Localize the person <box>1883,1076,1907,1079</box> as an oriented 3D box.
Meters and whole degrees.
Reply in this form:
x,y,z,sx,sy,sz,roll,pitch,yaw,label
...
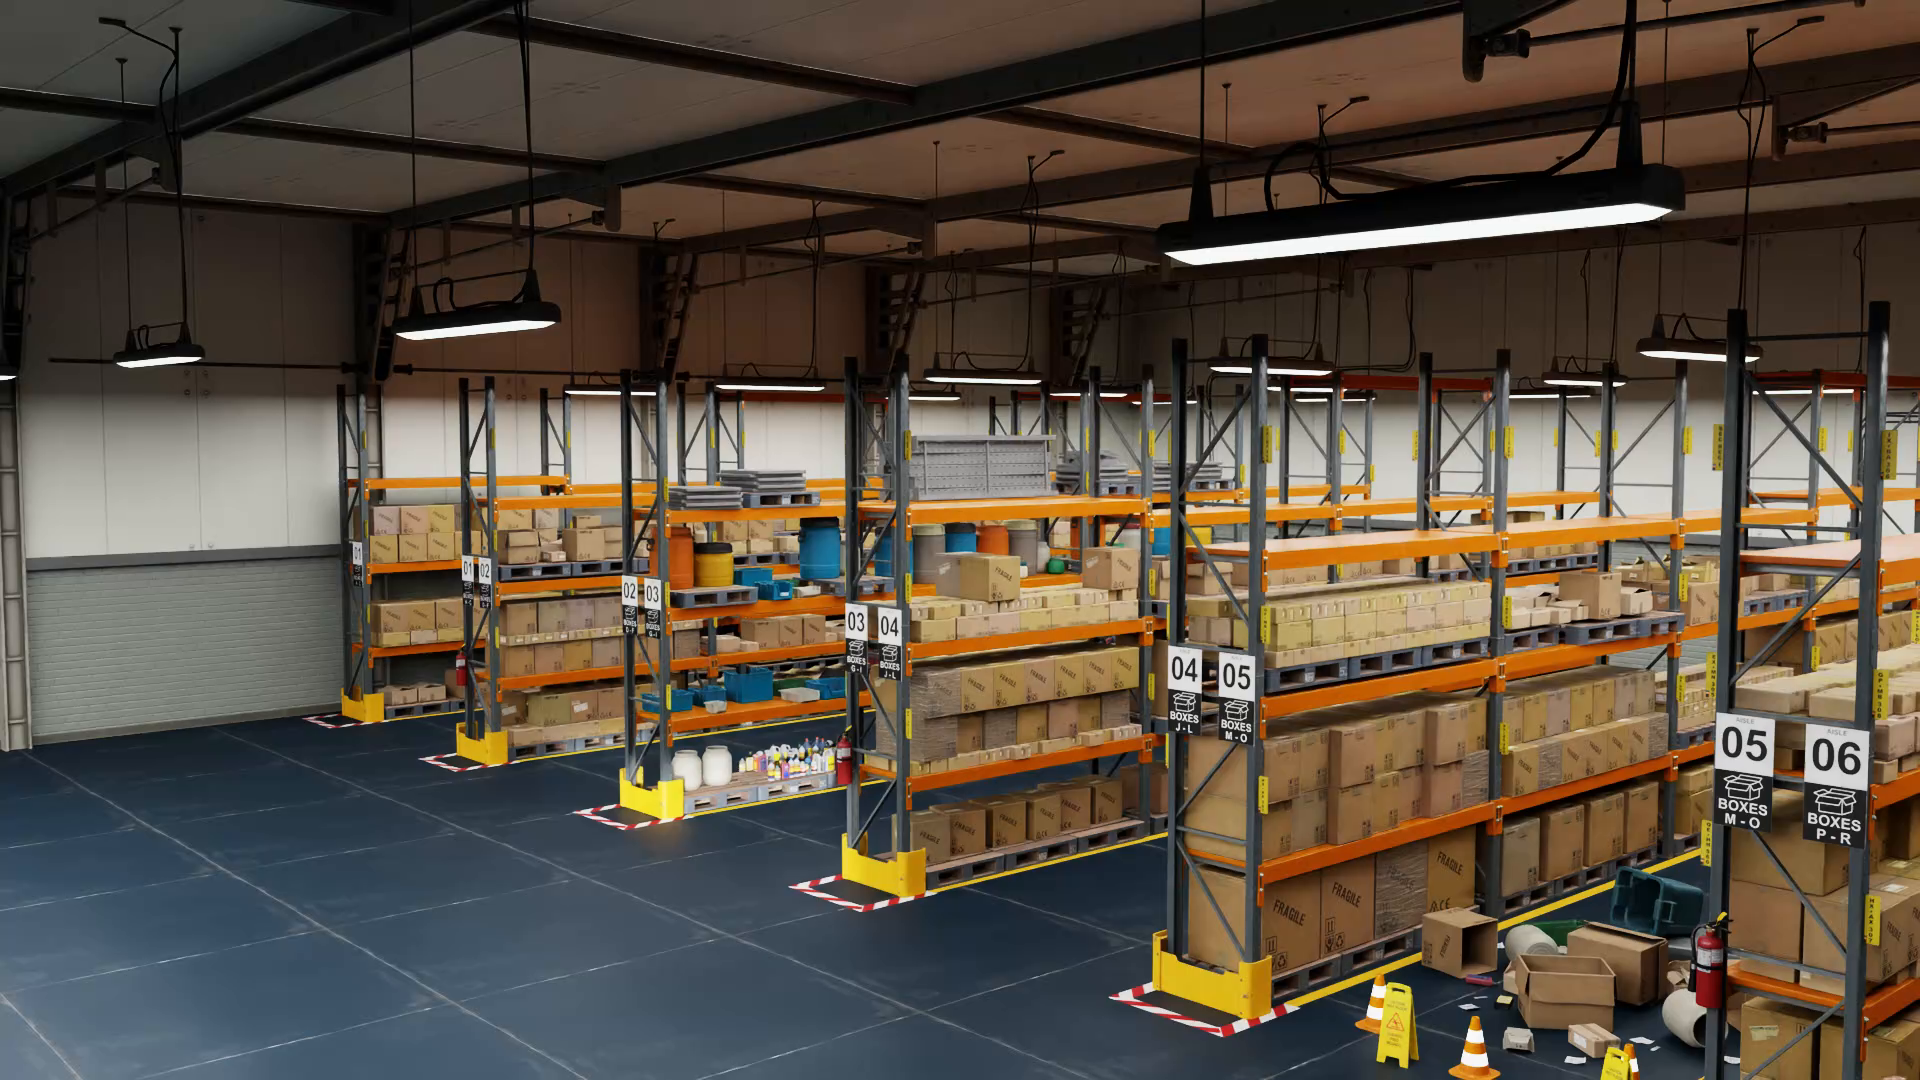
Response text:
x,y,z,sx,sy,sz,roll,pitch,yaw,label
5.157,3.734,9.024,0.839,1.689,0.615,-2,4,-28,person

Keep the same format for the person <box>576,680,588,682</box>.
x,y,z,sx,sy,sz,roll,pitch,yaw,label
-6.696,2.334,29.811,0.600,1.768,0.679,3,5,36,person
